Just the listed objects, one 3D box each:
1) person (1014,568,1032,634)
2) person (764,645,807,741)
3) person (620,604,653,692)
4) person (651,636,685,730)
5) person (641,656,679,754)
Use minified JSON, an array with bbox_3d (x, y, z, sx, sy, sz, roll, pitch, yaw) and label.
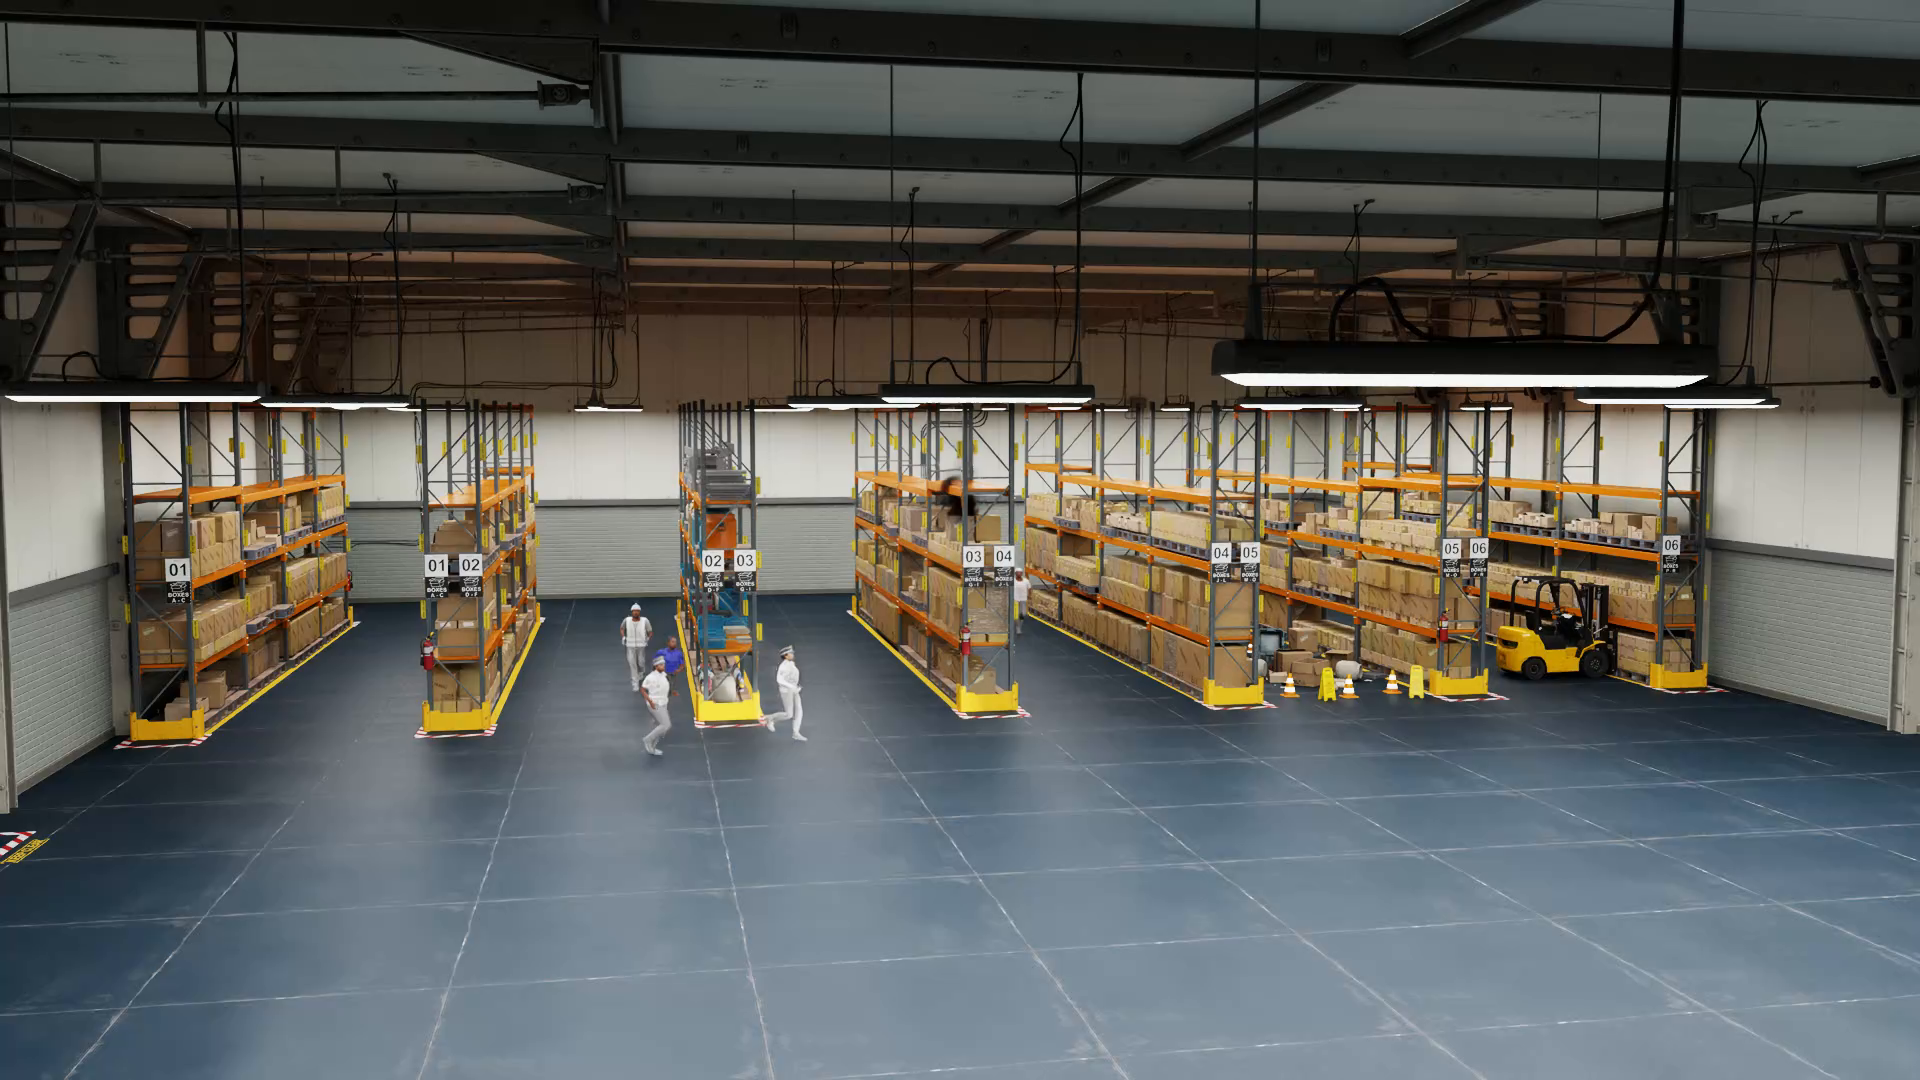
[{"bbox_3d":[1.551,1.582,43.617,0.703,1.720,0.588,-1,4,-8],"label":"person"},{"bbox_3d":[-3.057,2.689,29.301,0.774,1.685,0.631,1,5,18],"label":"person"},{"bbox_3d":[-6.758,2.228,34.707,0.682,1.781,0.912,-1,4,-9],"label":"person"},{"bbox_3d":[-5.361,2.602,30.616,0.583,1.674,0.774,-3,5,-34],"label":"person"},{"bbox_3d":[-5.028,2.776,28.008,0.564,1.668,0.561,1,5,17],"label":"person"}]
